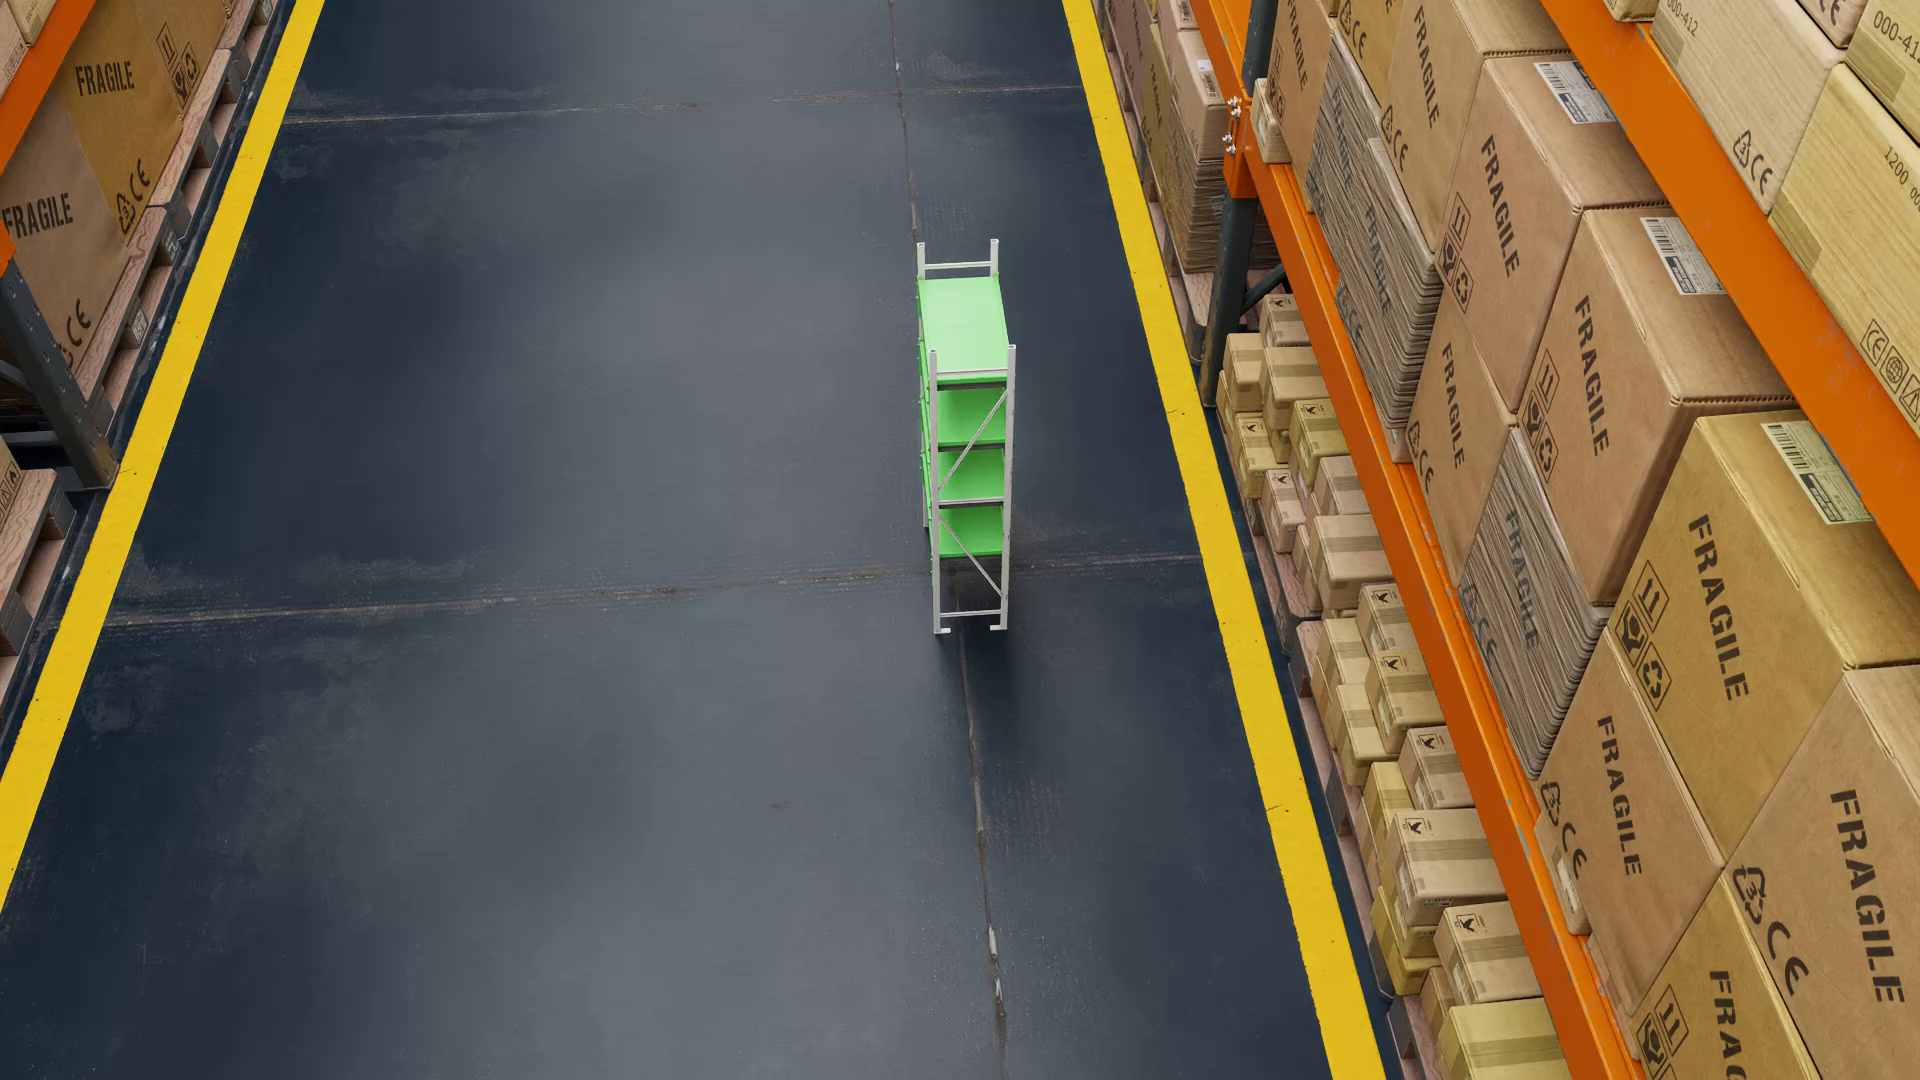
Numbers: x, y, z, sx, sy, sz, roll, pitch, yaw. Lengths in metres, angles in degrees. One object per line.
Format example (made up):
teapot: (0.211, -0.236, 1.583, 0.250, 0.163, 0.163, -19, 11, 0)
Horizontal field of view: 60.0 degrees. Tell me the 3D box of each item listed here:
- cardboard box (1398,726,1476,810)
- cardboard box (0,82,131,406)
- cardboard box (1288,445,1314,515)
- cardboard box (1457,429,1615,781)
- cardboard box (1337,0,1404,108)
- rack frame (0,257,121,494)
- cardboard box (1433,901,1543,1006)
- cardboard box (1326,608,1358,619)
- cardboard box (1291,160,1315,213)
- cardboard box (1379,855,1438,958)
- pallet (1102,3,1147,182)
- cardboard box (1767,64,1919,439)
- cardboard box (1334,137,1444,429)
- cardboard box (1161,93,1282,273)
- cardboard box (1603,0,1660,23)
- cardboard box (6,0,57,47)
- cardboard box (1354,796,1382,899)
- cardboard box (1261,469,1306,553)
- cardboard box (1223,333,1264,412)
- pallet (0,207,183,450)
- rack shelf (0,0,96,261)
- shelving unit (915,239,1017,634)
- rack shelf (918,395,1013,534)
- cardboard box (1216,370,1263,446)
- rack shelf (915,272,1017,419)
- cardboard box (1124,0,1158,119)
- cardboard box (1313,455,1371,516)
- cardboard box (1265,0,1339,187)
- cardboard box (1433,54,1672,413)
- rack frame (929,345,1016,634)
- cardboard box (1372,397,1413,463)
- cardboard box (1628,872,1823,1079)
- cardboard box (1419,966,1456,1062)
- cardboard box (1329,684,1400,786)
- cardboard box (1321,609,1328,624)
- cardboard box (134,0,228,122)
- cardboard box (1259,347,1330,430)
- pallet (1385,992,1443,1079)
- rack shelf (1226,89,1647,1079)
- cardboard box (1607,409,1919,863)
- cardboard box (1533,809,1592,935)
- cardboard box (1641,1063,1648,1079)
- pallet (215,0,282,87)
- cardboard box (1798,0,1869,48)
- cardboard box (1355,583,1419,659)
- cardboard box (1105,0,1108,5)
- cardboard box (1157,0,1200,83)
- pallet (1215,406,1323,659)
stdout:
cardboard box: (1.381, 0.619, 4.362, 0.380, 0.149, 0.250, -5, 47, -5)
cardboard box: (-3.653, -1.077, 5.878, 0.875, 0.875, 0.875, -2, 47, -2)
cardboard box: (1.282, -0.227, 5.368, 0.380, 0.149, 0.250, -4, 47, -4)
cardboard box: (1.354, 0.115, 3.301, 0.500, 0.500, 0.500, -3, 47, -3)
cardboard box: (1.257, -1.359, 4.009, 0.500, 0.500, 0.500, -5, 47, -4)
rack frame: (-3.521, -1.220, 4.839, 1.000, 3.000, 0.127, -3, 47, -3)
cardboard box: (1.371, 1.008, 3.994, 0.380, 0.149, 0.250, -5, 47, -5)
cardboard box: (1.301, 0.169, 4.993, 0.380, 0.149, 0.250, -2, 47, -1)
cardboard box: (1.197, -1.100, 4.899, 0.380, 0.149, 0.250, -2, 47, -2)
cardboard box: (1.308, 0.920, 4.283, 0.380, 0.149, 0.250, -3, 47, -3)
pallet: (1.231, -2.083, 7.577, 1.003, 0.211, 1.213, -3, 47, -3)
cardboard box: (1.386, -0.361, 2.064, 0.500, 0.250, 0.500, -3, 47, -3)
cardboard box: (1.248, -0.633, 4.009, 0.500, 0.500, 0.500, -4, 47, -4)
cardboard box: (1.090, -1.399, 6.441, 0.500, 0.500, 0.500, -4, 47, -4)
cardboard box: (1.294, -1.105, 2.767, 0.500, 0.250, 0.500, -2, 47, -2)
cardboard box: (-3.340, -1.877, 5.565, 0.500, 0.250, 0.500, -5, 47, -4)
cardboard box: (1.307, 0.834, 4.568, 0.380, 0.149, 0.250, -3, 47, -3)
cardboard box: (1.208, -0.106, 5.458, 0.380, 0.149, 0.250, -4, 47, -3)
cardboard box: (1.115, -0.578, 5.701, 0.380, 0.149, 0.250, -2, 47, -1)
pallet: (-3.661, -0.815, 6.376, 1.003, 0.211, 1.213, -3, 47, -3)
rack shelf: (-3.688, -2.419, 6.471, 1.077, 0.370, 4.000, -3, 47, -3)
shelving unit: (0.014, -0.293, 5.201, 0.258, 1.200, 0.503, -3, 47, -3)
rack shelf: (0.014, -0.249, 5.247, 0.258, 0.148, 0.480, -3, 47, -3)
cardboard box: (1.114, -0.475, 5.808, 0.380, 0.149, 0.250, -5, 47, -5)
rack shelf: (0.014, -0.579, 4.899, 0.258, 0.148, 0.480, -3, 47, -3)
cardboard box: (1.009, -2.141, 7.145, 0.500, 0.500, 0.500, -4, 47, -4)
cardboard box: (1.304, -0.130, 5.072, 0.380, 0.149, 0.250, -5, 47, -4)
cardboard box: (1.194, -1.357, 4.695, 0.500, 0.500, 0.500, -4, 47, -4)
cardboard box: (1.310, -0.621, 3.310, 0.500, 0.500, 0.500, -5, 47, -5)
rack frame: (0.034, -0.116, 5.034, 0.240, 1.200, 0.015, -3, 47, -3)
cardboard box: (1.260, -0.333, 4.172, 0.380, 0.149, 0.250, -2, 47, -2)
cardboard box: (1.444, 0.854, 2.601, 0.500, 0.500, 0.500, -3, 47, -2)
cardboard box: (1.394, 1.214, 4.209, 0.380, 0.149, 0.250, -3, 47, -3)
cardboard box: (1.254, 0.535, 4.646, 0.380, 0.149, 0.250, -3, 47, -3)
cardboard box: (1.337, 0.267, 5.105, 0.380, 0.149, 0.250, -5, 47, -5)
cardboard box: (-3.810, -2.377, 7.110, 0.875, 0.875, 0.875, -3, 47, -3)
cardboard box: (1.190, -0.498, 5.420, 0.380, 0.149, 0.250, -1, 47, -1)
pallet: (1.699, 1.614, 4.076, 1.003, 0.211, 1.213, -3, 47, -3)
rack shelf: (1.571, 0.101, 4.084, 1.077, 0.370, 4.000, -3, 47, -3)
cardboard box: (1.410, 0.137, 2.592, 0.500, 0.500, 0.500, -5, 47, -5)
cardboard box: (1.365, 0.622, 3.268, 0.380, 0.149, 0.250, -2, 47, -2)
cardboard box: (1.446, 0.986, 2.924, 0.380, 0.149, 0.250, -4, 47, -3)
pallet: (-3.865, -2.580, 8.048, 1.003, 0.211, 1.213, -3, 47, -3)
cardboard box: (1.362, -0.910, 2.239, 0.500, 0.250, 0.500, -3, 47, -3)
cardboard box: (1.349, 0.251, 4.711, 0.380, 0.149, 0.250, -5, 47, -5)
cardboard box: (0.919, -2.882, 7.846, 0.500, 0.500, 0.500, -3, 47, -3)
cardboard box: (1.059, -2.033, 6.525, 0.500, 0.250, 0.500, -1, 47, -1)
pallet: (1.495, -0.151, 5.748, 1.003, 0.211, 1.213, -3, 47, -3)
